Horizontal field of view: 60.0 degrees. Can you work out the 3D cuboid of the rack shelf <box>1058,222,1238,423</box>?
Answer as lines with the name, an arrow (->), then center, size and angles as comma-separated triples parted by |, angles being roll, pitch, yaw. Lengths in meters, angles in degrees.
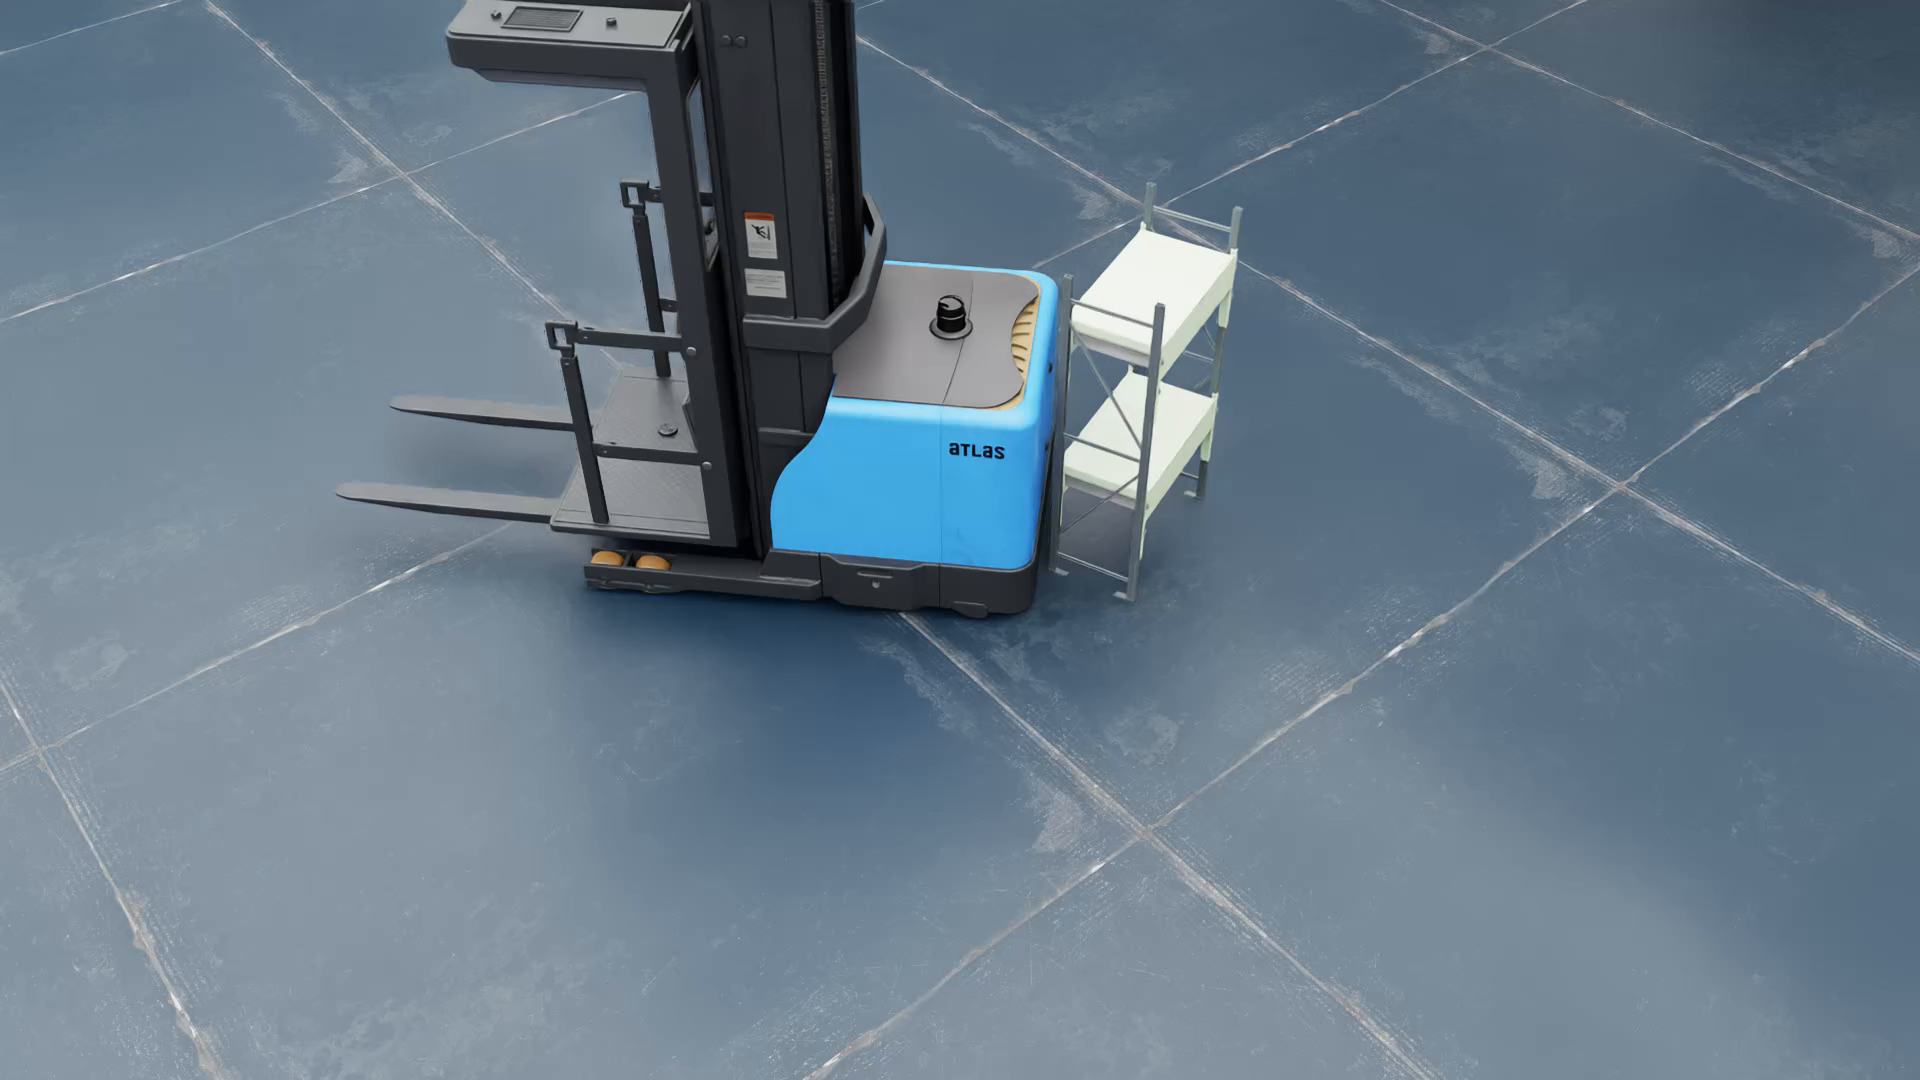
rack shelf -> 0.737, -0.861, 6.501 | 0.431, 0.370, 0.720 | 21, 47, 21

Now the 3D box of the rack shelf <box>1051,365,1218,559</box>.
rack shelf -> 0.737, -0.339, 6.992 | 0.431, 0.370, 0.720 | 21, 47, 21

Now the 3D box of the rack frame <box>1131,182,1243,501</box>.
rack frame -> 0.915, -0.795, 7.001 | 0.400, 1.500, 0.023 | 21, 47, 21

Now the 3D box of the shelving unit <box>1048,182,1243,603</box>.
shelving unit -> 0.737, -0.577, 6.768 | 0.431, 1.500, 0.755 | 21, 47, 21

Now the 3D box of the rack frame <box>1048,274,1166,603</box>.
rack frame -> 0.558, -0.358, 6.535 | 0.400, 1.500, 0.023 | 21, 47, 21

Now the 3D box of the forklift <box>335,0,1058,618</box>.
forklift -> -1.141, -1.196, 6.382 | 3.031, 2.935, 1.130 | 5, 43, 5
